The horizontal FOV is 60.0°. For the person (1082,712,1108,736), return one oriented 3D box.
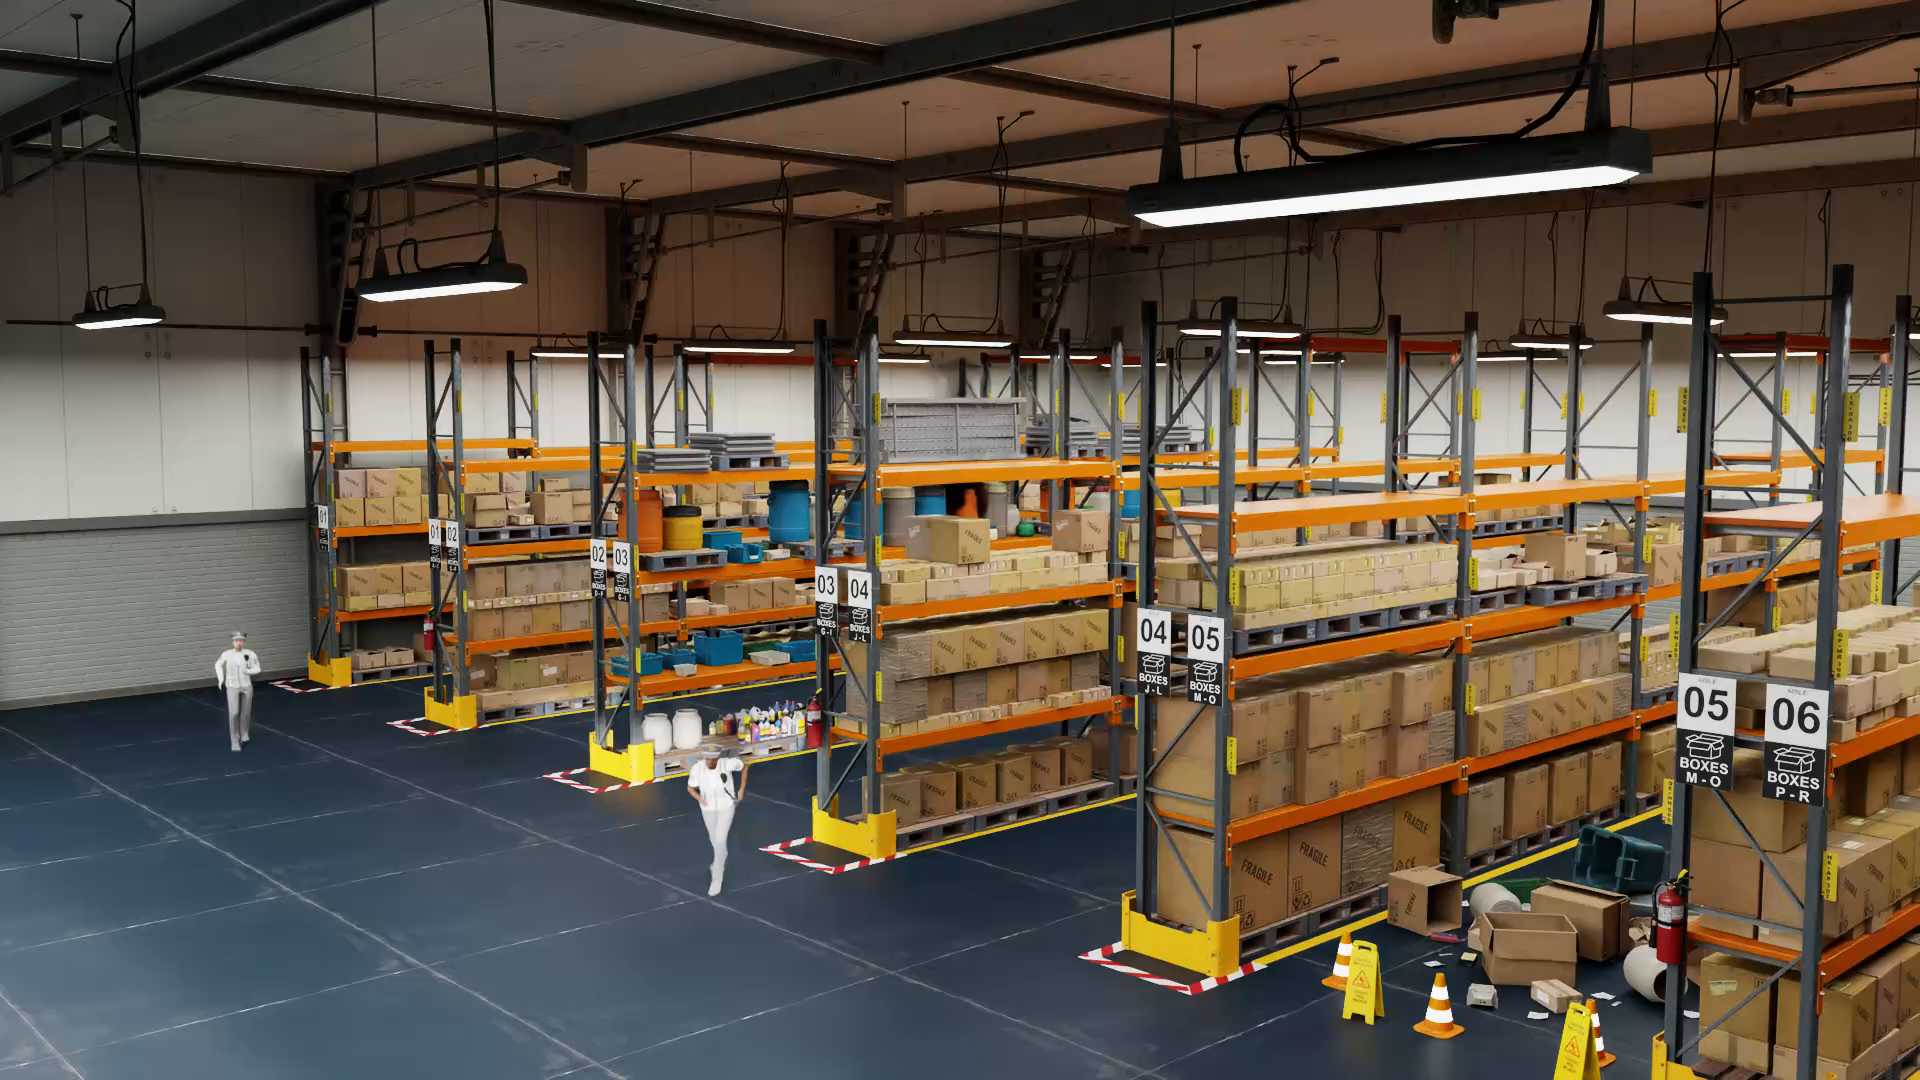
[{"bbox_3d":[2.053,1.999,24.401,0.576,1.668,0.796,4,6,39],"label":"person"}]

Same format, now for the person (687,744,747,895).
[{"bbox_3d":[-2.539,2.868,17.531,0.617,1.624,0.978,0,5,-1],"label":"person"}]

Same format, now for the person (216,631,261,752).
[{"bbox_3d":[-10.508,2.191,24.250,0.581,1.754,0.754,-3,6,-28],"label":"person"}]
